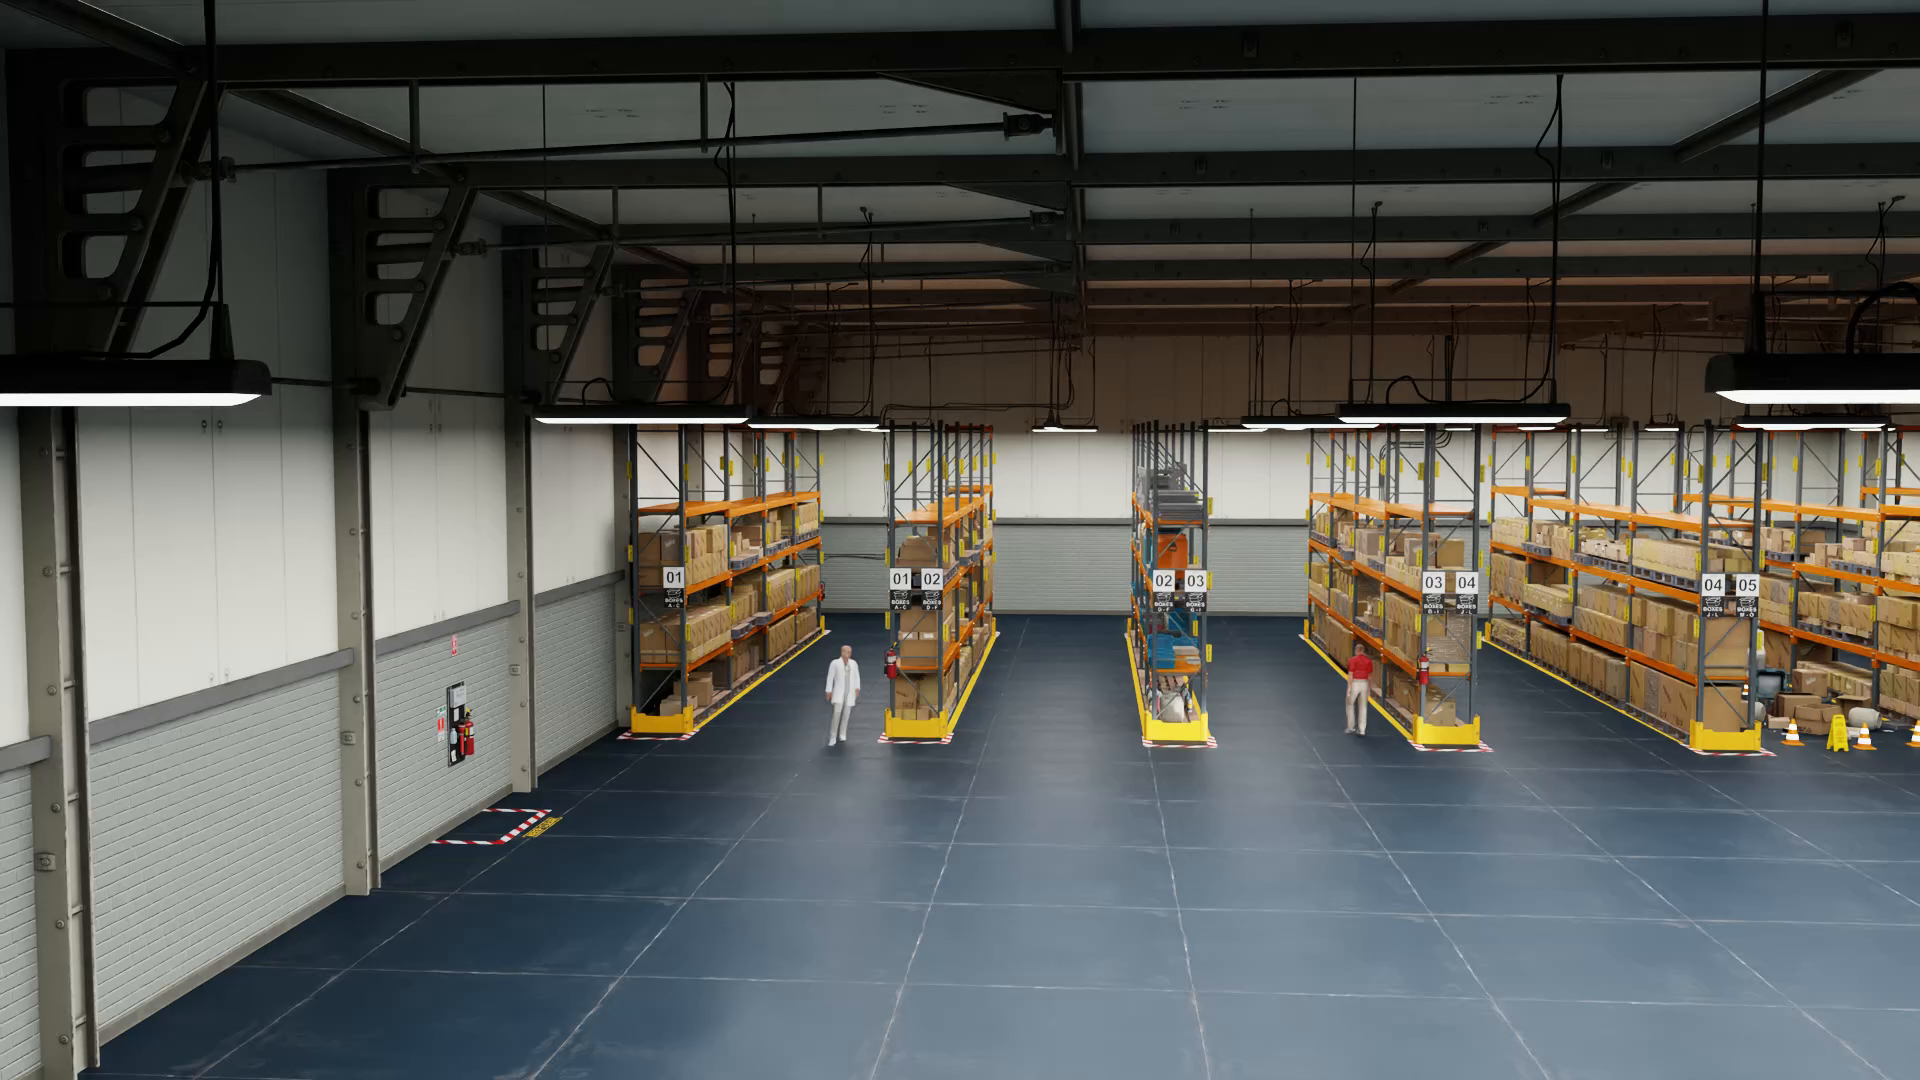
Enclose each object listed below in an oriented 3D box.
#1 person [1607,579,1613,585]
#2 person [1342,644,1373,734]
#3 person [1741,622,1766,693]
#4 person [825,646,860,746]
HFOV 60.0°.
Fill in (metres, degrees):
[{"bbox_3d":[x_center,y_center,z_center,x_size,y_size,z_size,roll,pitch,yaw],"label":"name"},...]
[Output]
[{"bbox_3d":[18.664,1.840,47.565,1.057,1.750,0.557,0,4,1],"label":"person"},{"bbox_3d":[7.636,2.881,31.779,0.544,1.779,0.604,0,4,0],"label":"person"},{"bbox_3d":[17.539,2.597,36.698,0.502,1.687,0.701,0,4,-7],"label":"person"},{"bbox_3d":[-2.198,2.896,30.984,0.721,1.836,0.558,-2,4,-29],"label":"person"}]
